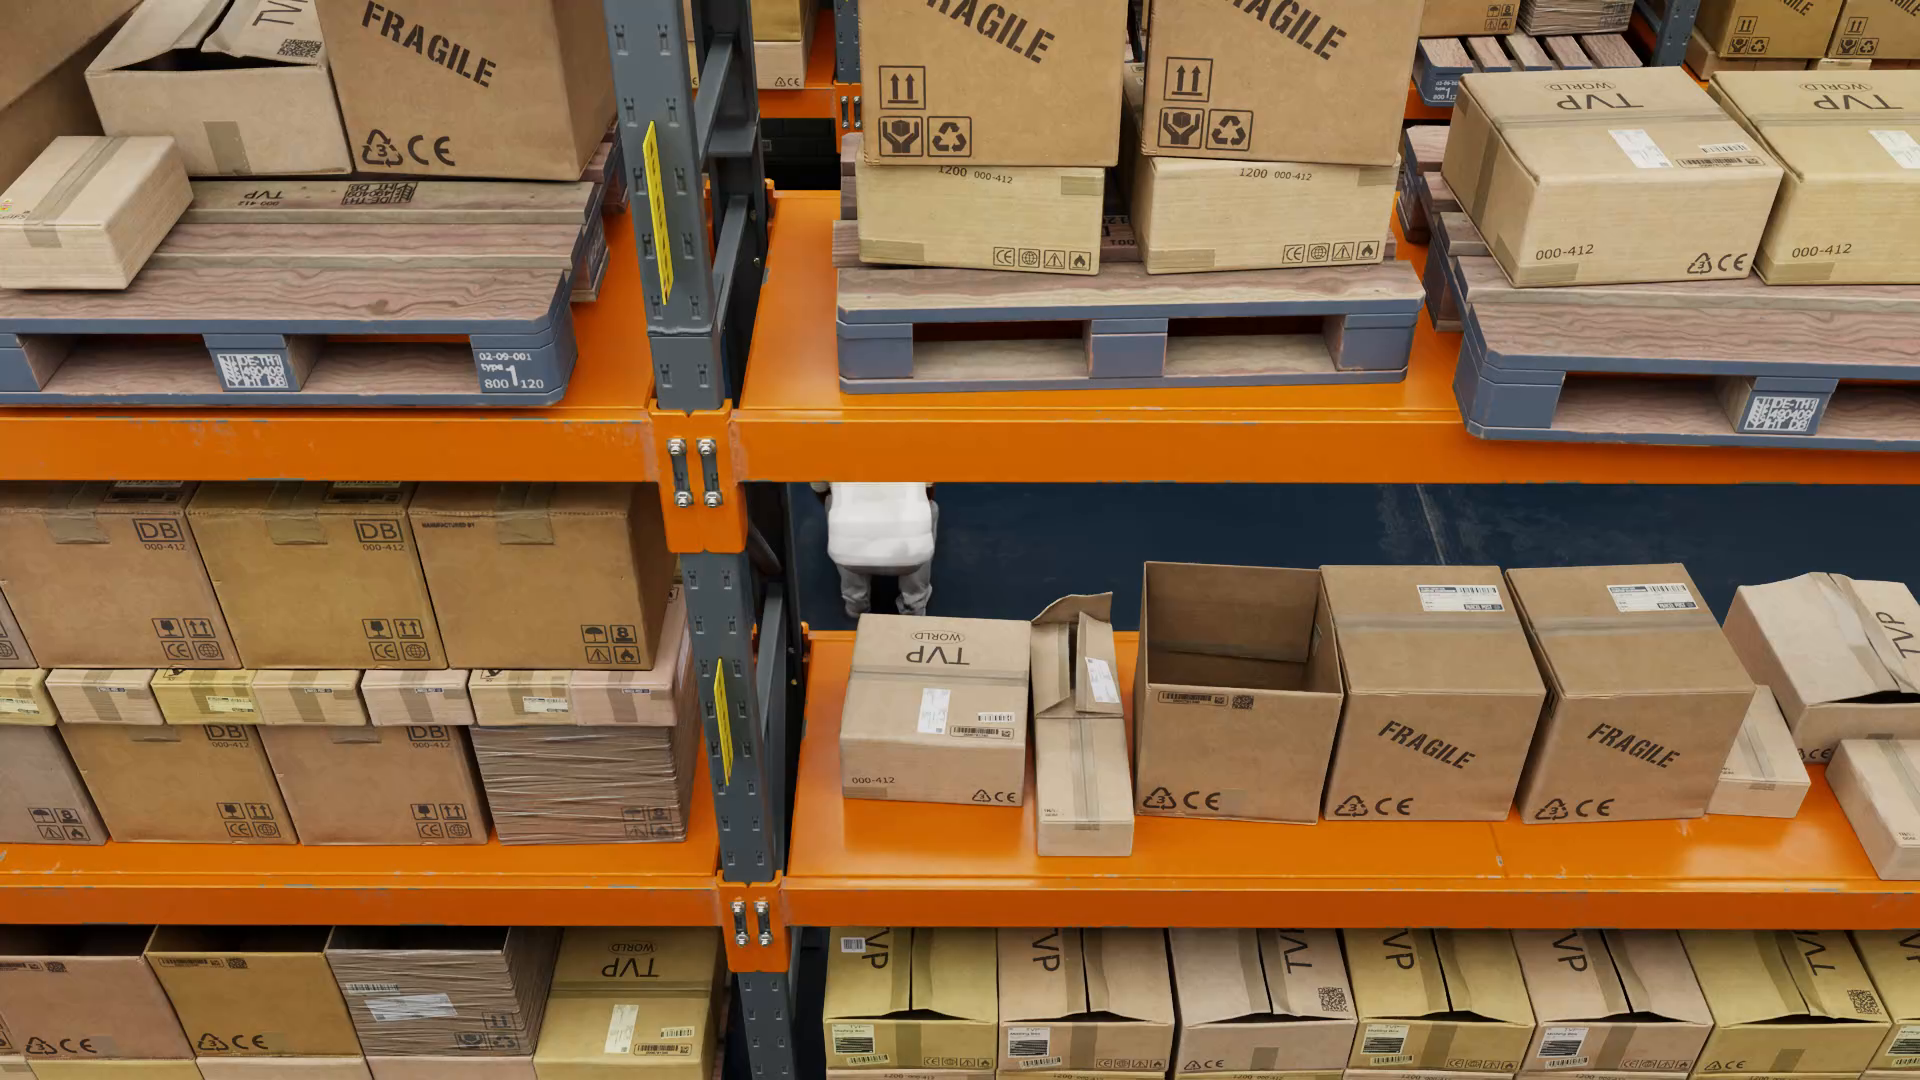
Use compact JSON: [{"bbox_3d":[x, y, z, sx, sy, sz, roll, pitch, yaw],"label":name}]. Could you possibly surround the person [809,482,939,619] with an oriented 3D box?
[{"bbox_3d":[-0.374,-0.159,6.998,0.570,0.927,0.896,0,39,0],"label":"person"}]
